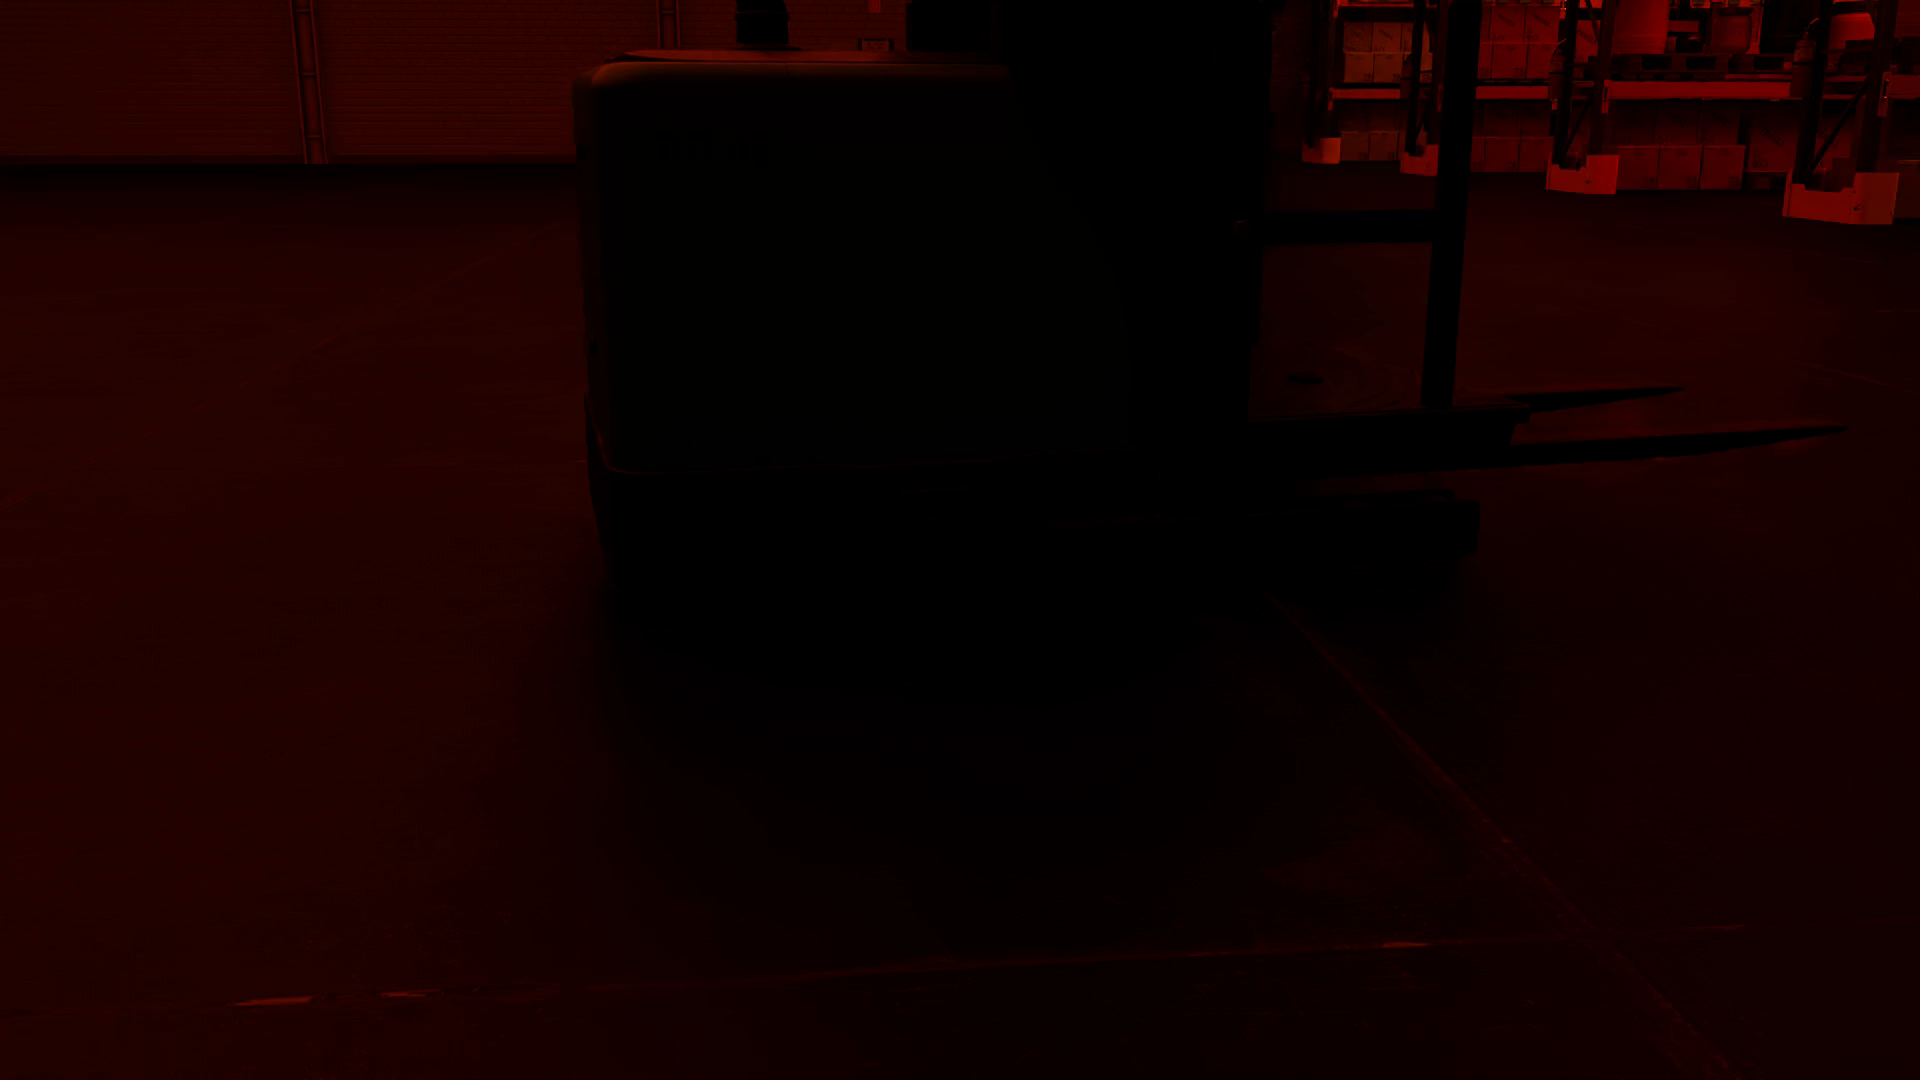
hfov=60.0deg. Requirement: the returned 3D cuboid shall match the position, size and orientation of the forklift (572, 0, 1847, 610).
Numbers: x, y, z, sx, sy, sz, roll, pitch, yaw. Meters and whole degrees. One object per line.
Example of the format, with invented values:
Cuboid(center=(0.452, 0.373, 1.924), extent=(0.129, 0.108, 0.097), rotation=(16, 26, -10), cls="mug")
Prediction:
Cuboid(center=(0.656, -1.465, 3.744), extent=(3.031, 2.935, 1.130), rotation=(-4, 15, -14), cls="forklift")
